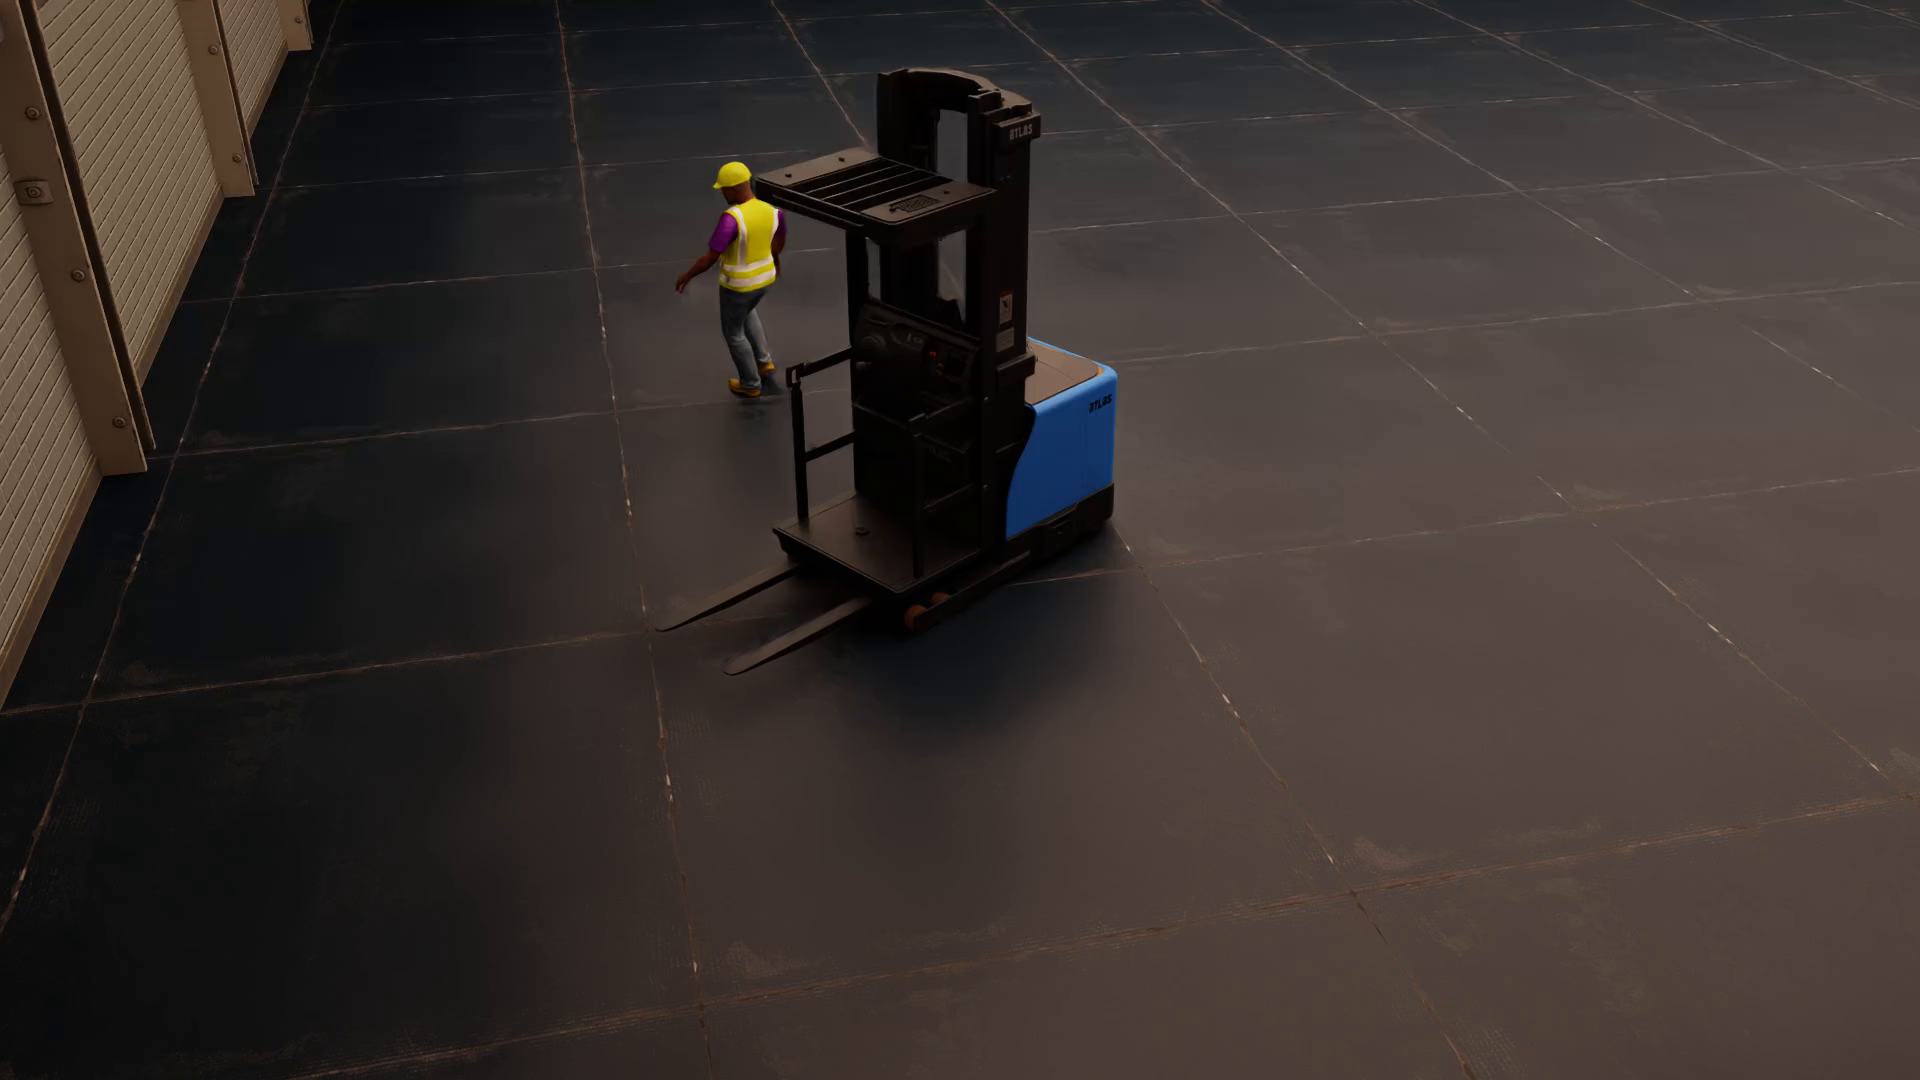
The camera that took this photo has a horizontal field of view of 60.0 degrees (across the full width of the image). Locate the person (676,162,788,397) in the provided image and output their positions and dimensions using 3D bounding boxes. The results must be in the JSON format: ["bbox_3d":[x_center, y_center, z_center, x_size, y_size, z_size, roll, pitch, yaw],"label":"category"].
[{"bbox_3d":[-1.601,-1.870,12.026,0.501,1.775,0.918,25,38,36],"label":"person"}]

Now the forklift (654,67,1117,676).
[{"bbox_3d":[-0.407,-1.020,9.336,1.130,2.935,3.031,26,39,37],"label":"forklift"}]
